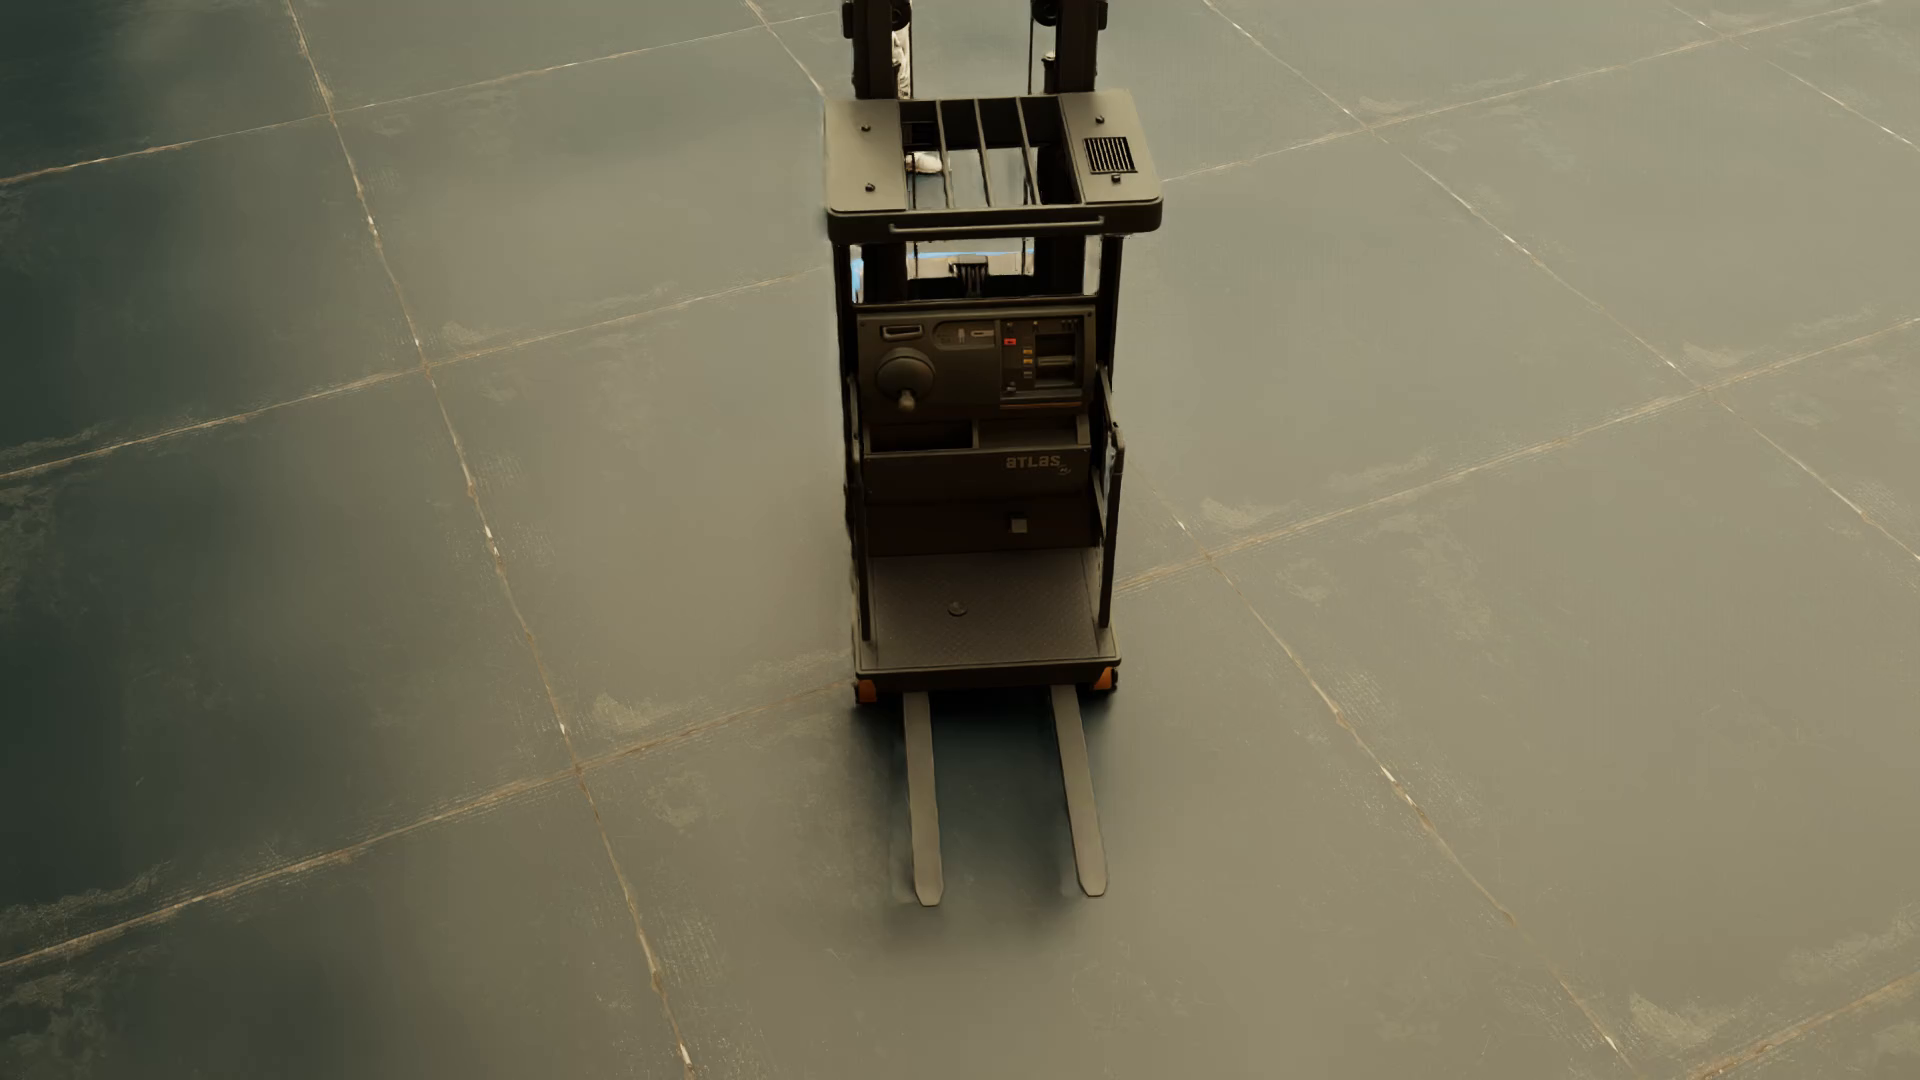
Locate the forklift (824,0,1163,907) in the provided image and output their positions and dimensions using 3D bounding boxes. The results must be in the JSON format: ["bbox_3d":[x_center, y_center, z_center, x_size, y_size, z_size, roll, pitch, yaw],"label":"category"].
[{"bbox_3d":[0.084,-0.618,6.342,1.130,2.935,3.031,-3,43,-3],"label":"forklift"}]

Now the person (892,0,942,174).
[{"bbox_3d":[-0.358,-3.087,9.827,0.567,1.789,0.696,2,43,2],"label":"person"}]
